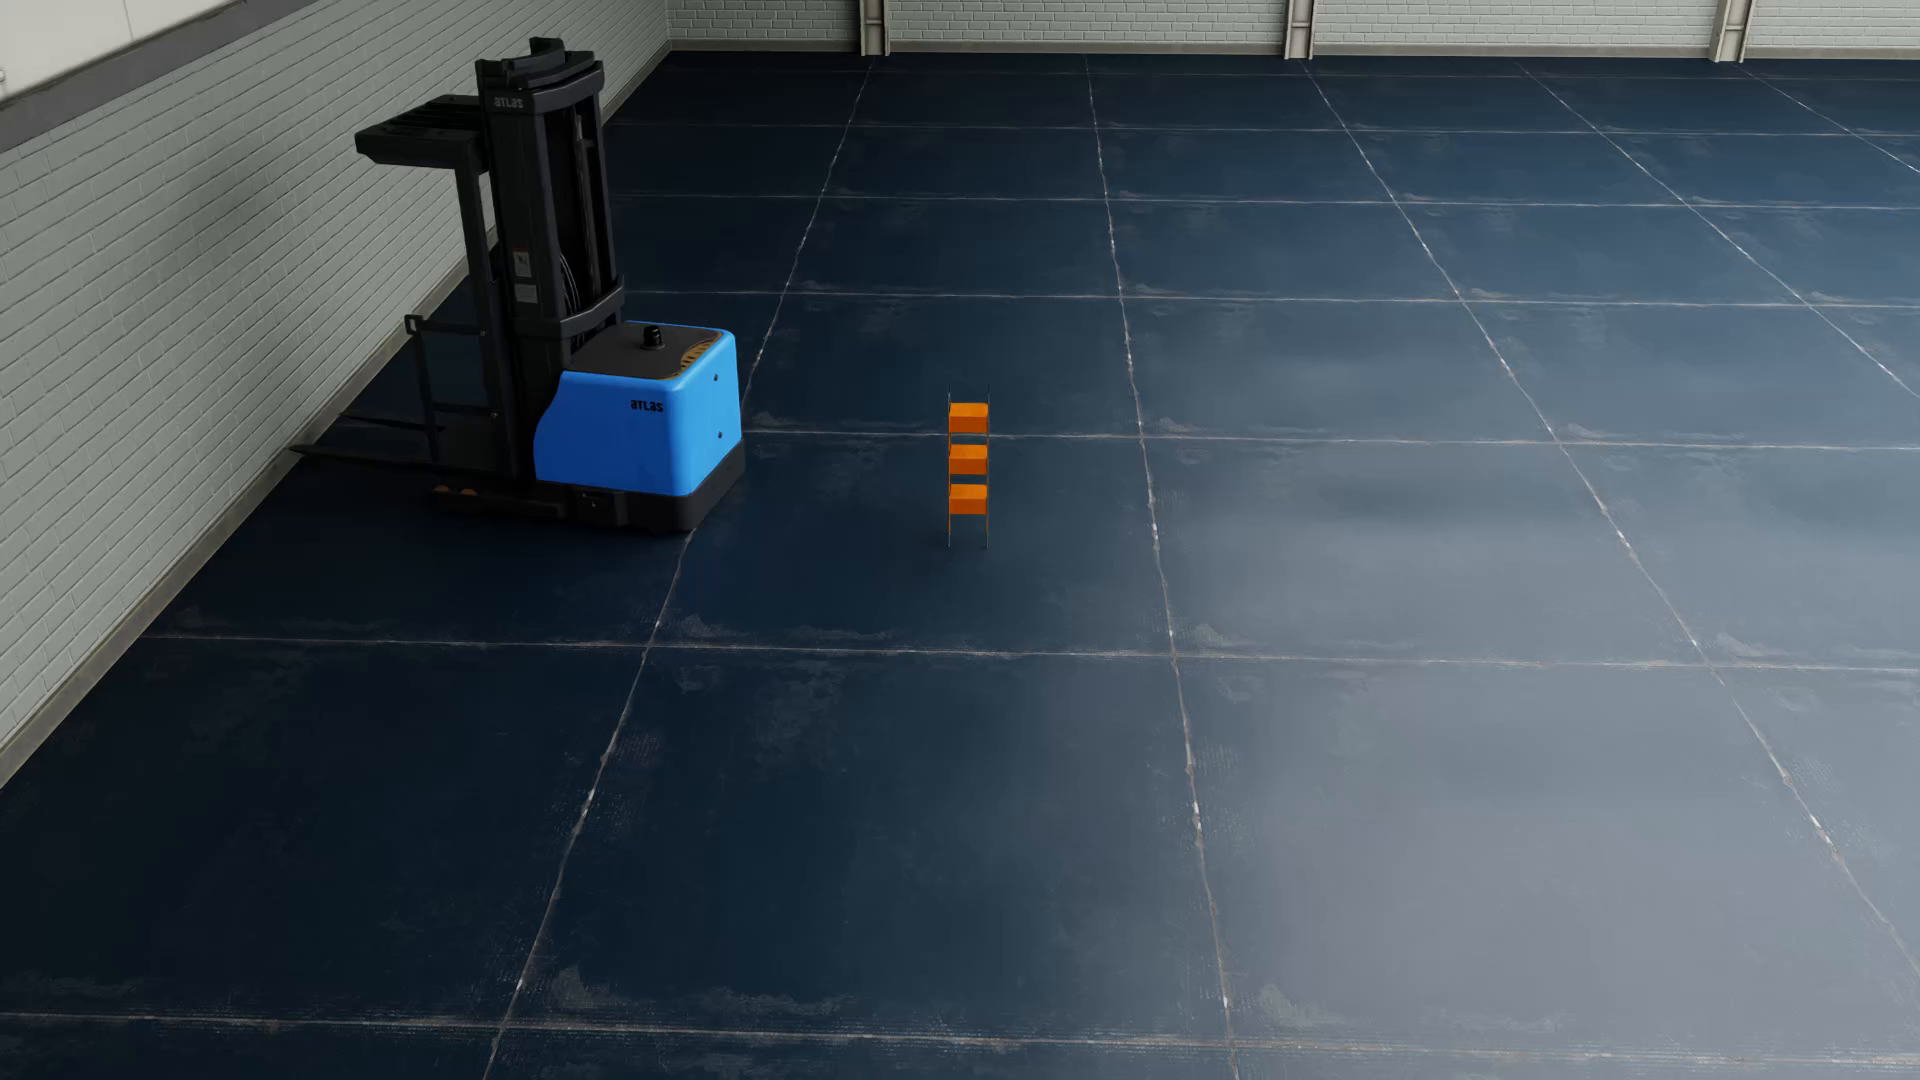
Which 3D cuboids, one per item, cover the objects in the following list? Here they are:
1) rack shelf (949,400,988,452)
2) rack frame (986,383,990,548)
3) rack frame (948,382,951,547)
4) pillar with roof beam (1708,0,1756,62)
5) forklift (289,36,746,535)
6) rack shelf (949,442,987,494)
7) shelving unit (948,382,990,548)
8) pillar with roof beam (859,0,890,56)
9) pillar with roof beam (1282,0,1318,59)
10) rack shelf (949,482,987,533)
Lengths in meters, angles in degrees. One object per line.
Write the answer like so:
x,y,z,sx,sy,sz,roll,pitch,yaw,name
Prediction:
0.053,-0.704,10.300,0.240,0.259,0.215,1,28,2,rack shelf
0.175,-0.461,10.424,0.008,1.050,0.200,1,28,2,rack frame
-0.068,-0.465,10.432,0.008,1.050,0.200,1,28,2,rack frame
10.630,-8.729,17.535,0.400,9.000,9.100,1,28,2,pillar with roof beam
-3.047,-1.694,10.742,3.031,2.935,1.130,7,29,13,forklift
0.053,-0.454,10.433,0.240,0.259,0.215,1,28,2,rack shelf
0.053,-0.463,10.428,0.252,1.050,0.215,1,28,2,shelving unit
-1.362,-8.928,17.909,0.400,9.000,9.100,1,28,2,pillar with roof beam
4.634,-8.828,17.722,0.400,9.000,9.100,1,28,2,pillar with roof beam
0.053,-0.208,10.563,0.240,0.259,0.215,1,28,2,rack shelf
